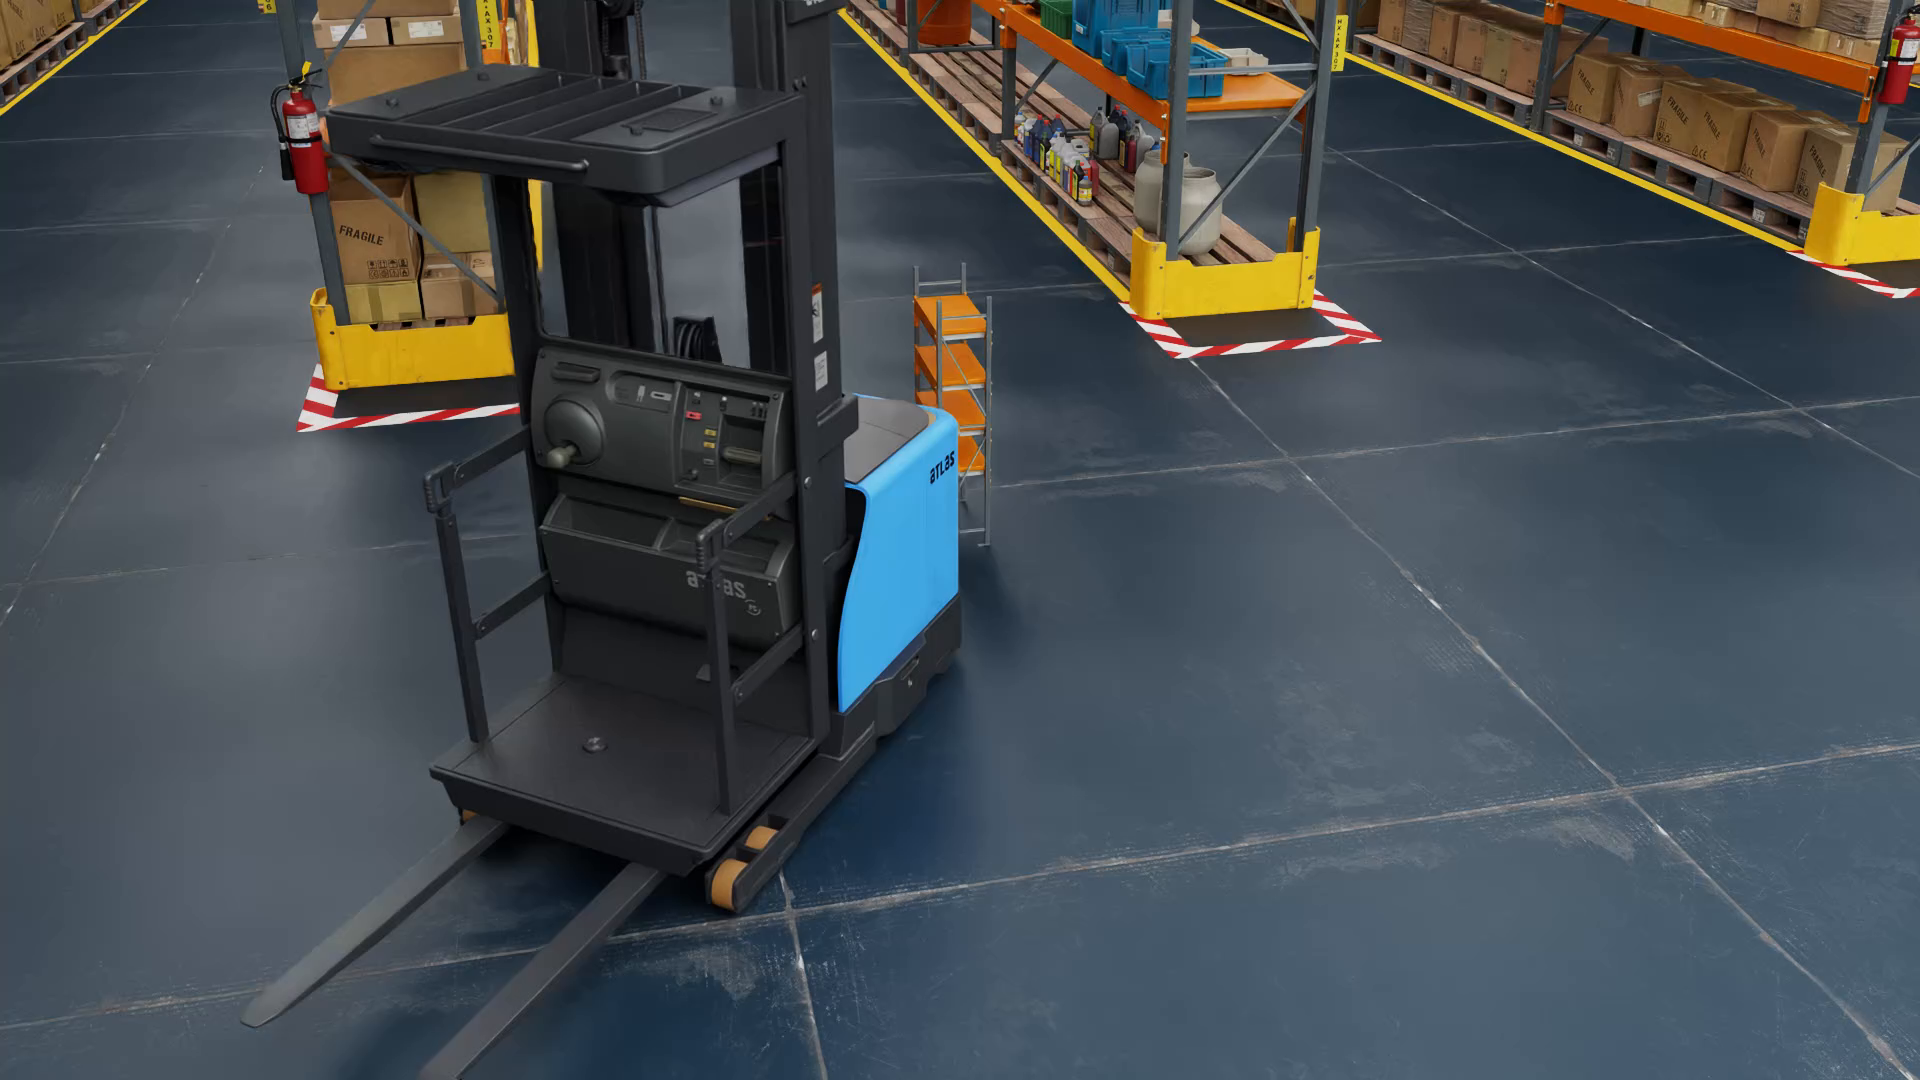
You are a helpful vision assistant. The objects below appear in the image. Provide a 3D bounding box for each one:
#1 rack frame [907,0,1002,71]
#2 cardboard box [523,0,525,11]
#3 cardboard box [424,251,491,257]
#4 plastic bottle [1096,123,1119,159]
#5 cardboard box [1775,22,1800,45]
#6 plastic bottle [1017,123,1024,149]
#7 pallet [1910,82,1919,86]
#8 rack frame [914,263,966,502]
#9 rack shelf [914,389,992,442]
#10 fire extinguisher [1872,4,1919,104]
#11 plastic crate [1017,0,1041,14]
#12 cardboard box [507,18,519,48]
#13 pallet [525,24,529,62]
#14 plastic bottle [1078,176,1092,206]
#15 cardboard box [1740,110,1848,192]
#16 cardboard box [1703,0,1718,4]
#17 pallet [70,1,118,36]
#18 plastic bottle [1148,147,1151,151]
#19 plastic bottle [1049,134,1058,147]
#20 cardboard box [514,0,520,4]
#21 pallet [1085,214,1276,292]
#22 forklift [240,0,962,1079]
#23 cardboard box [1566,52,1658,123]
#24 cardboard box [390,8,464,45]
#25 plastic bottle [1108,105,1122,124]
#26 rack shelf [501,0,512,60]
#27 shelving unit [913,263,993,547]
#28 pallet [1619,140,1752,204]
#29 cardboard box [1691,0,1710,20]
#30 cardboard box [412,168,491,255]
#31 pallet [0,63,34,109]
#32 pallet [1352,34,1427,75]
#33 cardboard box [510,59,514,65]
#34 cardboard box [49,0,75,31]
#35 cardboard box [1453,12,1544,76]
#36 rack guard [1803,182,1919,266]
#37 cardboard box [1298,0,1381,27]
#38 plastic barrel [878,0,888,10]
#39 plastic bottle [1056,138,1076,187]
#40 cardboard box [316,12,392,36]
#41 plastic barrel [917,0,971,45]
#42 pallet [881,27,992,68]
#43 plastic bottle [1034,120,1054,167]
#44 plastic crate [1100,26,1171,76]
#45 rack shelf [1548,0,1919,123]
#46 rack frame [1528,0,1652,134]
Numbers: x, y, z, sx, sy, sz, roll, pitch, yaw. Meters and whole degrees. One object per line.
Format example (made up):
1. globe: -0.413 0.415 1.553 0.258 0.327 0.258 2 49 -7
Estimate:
1. rack frame: -0.052 -6.342 16.985 1.000 3.000 0.127 -6 27 -12
2. cardboard box: -5.286 -6.271 19.132 0.500 0.500 0.500 -6 27 -11
3. cardboard box: -3.096 -1.765 10.504 0.500 0.250 0.500 -6 27 -12
4. plastic bottle: 1.180 -3.202 13.300 0.152 0.276 0.135 -6 27 -12
5. cardboard box: 6.108 -3.650 11.932 0.380 0.149 0.250 -6 27 -12
6. plastic bottle: 0.517 -3.304 13.584 0.097 0.201 0.097 0 27 0
7. pallet: 10.283 -4.634 16.697 1.003 0.211 1.213 -6 27 -12
8. rack frame: -0.092 -0.715 7.836 0.240 1.200 0.015 -6 27 -12
9. rack shelf: -0.037 -0.548 7.654 0.258 0.148 0.480 -6 27 -12
10. fire extinguisher: 6.153 -3.201 10.849 0.296 0.674 0.183 -6 27 -12
11. plastic crate: 0.844 -4.315 13.039 0.767 0.338 0.504 -6 27 -12
12. cardboard box: -4.521 -4.846 15.985 0.500 0.311 0.500 -5 27 -10
13. pallet: -5.282 -5.461 18.336 1.003 0.211 1.213 -6 27 -12
14. plastic bottle: 0.910 -2.539 12.068 0.097 0.201 0.097 0 27 0
15. cardboard box: 6.284 -2.939 12.552 0.500 0.500 0.500 1 27 2
16. cardboard box: 6.078 -4.406 12.710 0.875 0.500 0.500 -6 27 -12
17. pallet: -10.701 -6.189 19.777 1.003 0.211 1.213 -6 27 -12
18. plastic bottle: 1.478 -2.932 12.848 0.097 0.201 0.097 0 27 0
19. plastic bottle: 0.739 -3.024 12.952 0.097 0.271 0.097 0 27 0
20. cardboard box: -4.826 -5.379 17.364 0.500 0.500 0.500 -7 28 -13
21. pallet: 1.510 -1.971 11.420 1.003 0.211 1.213 -6 27 -12
22. forklift: -1.065 -0.332 5.156 1.130 2.935 3.031 12 29 22
23. cardboard box: 5.726 -3.980 14.615 0.500 0.500 0.500 -7 28 -13
24. cardboard box: -2.954 -2.857 9.250 0.380 0.149 0.250 -6 27 -12
25. plastic bottle: 1.276 -3.346 13.502 0.144 0.351 0.185 -7 28 -13
26. rack shelf: -4.428 -4.641 14.415 1.077 0.370 4.000 -6 27 -12
27. shelving unit: -0.037 -0.608 7.624 0.258 1.200 0.503 -6 27 -12
28. pallet: 6.139 -3.016 13.491 1.003 0.211 1.213 -6 27 -12
29. cardboard box: 5.882 -4.089 12.802 0.380 0.149 0.250 -6 27 -12
30. cardboard box: -3.094 -2.100 10.336 0.500 0.500 0.500 -6 27 -12
31. pallet: -9.808 -4.445 16.321 1.003 0.211 1.213 -6 27 -12
32. pallet: 4.948 -5.257 17.930 1.003 0.211 1.213 -6 27 -12
33. cardboard box: -4.053 -3.949 14.207 0.500 0.311 0.500 -7 28 -13
34. cardboard box: -10.332 -6.047 18.322 0.750 0.750 0.750 -6 27 -11
35. cardboard box: 5.342 -4.898 16.410 0.700 0.500 0.500 -8 28 -16
36. rack guard: 6.559 -2.250 11.653 1.175 0.500 0.348 -6 27 -12
37. cardboard box: 4.638 -6.389 18.970 1.225 0.875 0.875 -7 28 -14
38. plastic barrel: -0.688 -6.797 19.750 0.600 0.901 0.708 -6 27 -12
39. plastic bottle: 0.807 -2.852 12.523 0.144 0.351 0.185 -5 27 -9
40. cardboard box: -3.408 -2.926 9.387 0.380 0.149 0.250 -5 27 -10
41. plastic barrel: -0.179 -5.773 17.802 0.600 0.830 0.708 -6 27 -12
42. pallet: -0.270 -5.439 18.291 1.003 0.211 1.213 -6 27 -12
43. plastic bottle: 0.670 -3.120 13.054 0.144 0.351 0.185 -7 28 -14
44. plastic crate: 1.206 -3.238 11.002 0.499 0.251 0.408 -6 27 -12
45. rack shelf: 6.126 -3.889 12.925 1.077 0.370 4.000 -6 27 -12
46. rack frame: 5.675 -5.089 14.503 1.000 3.000 0.127 -6 27 -12
